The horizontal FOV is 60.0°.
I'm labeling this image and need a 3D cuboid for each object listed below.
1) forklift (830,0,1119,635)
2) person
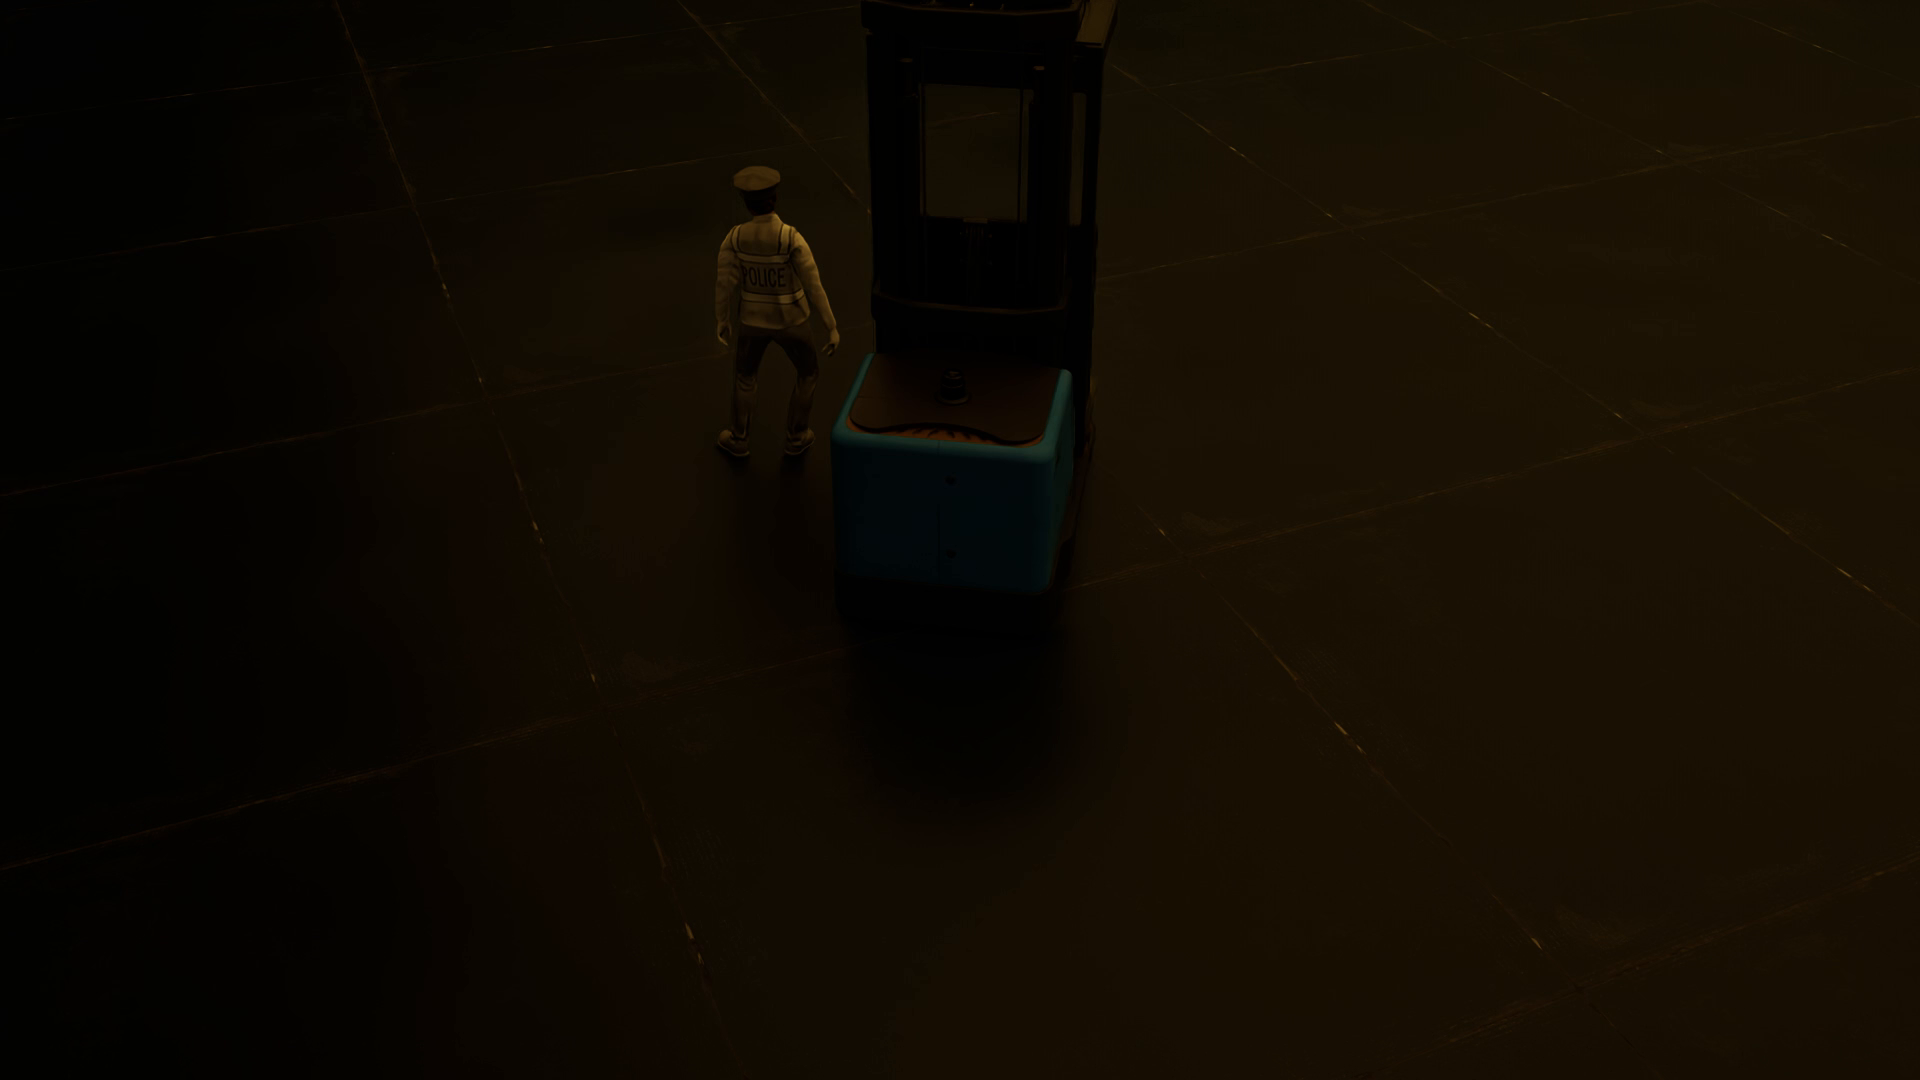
[{"bbox_3d":[0.158,-1.591,8.335,1.130,2.935,3.031,6,36,8],"label":"forklift"},{"bbox_3d":[-0.993,-1.171,8.890,0.768,1.632,0.369,8,36,11],"label":"person"}]
